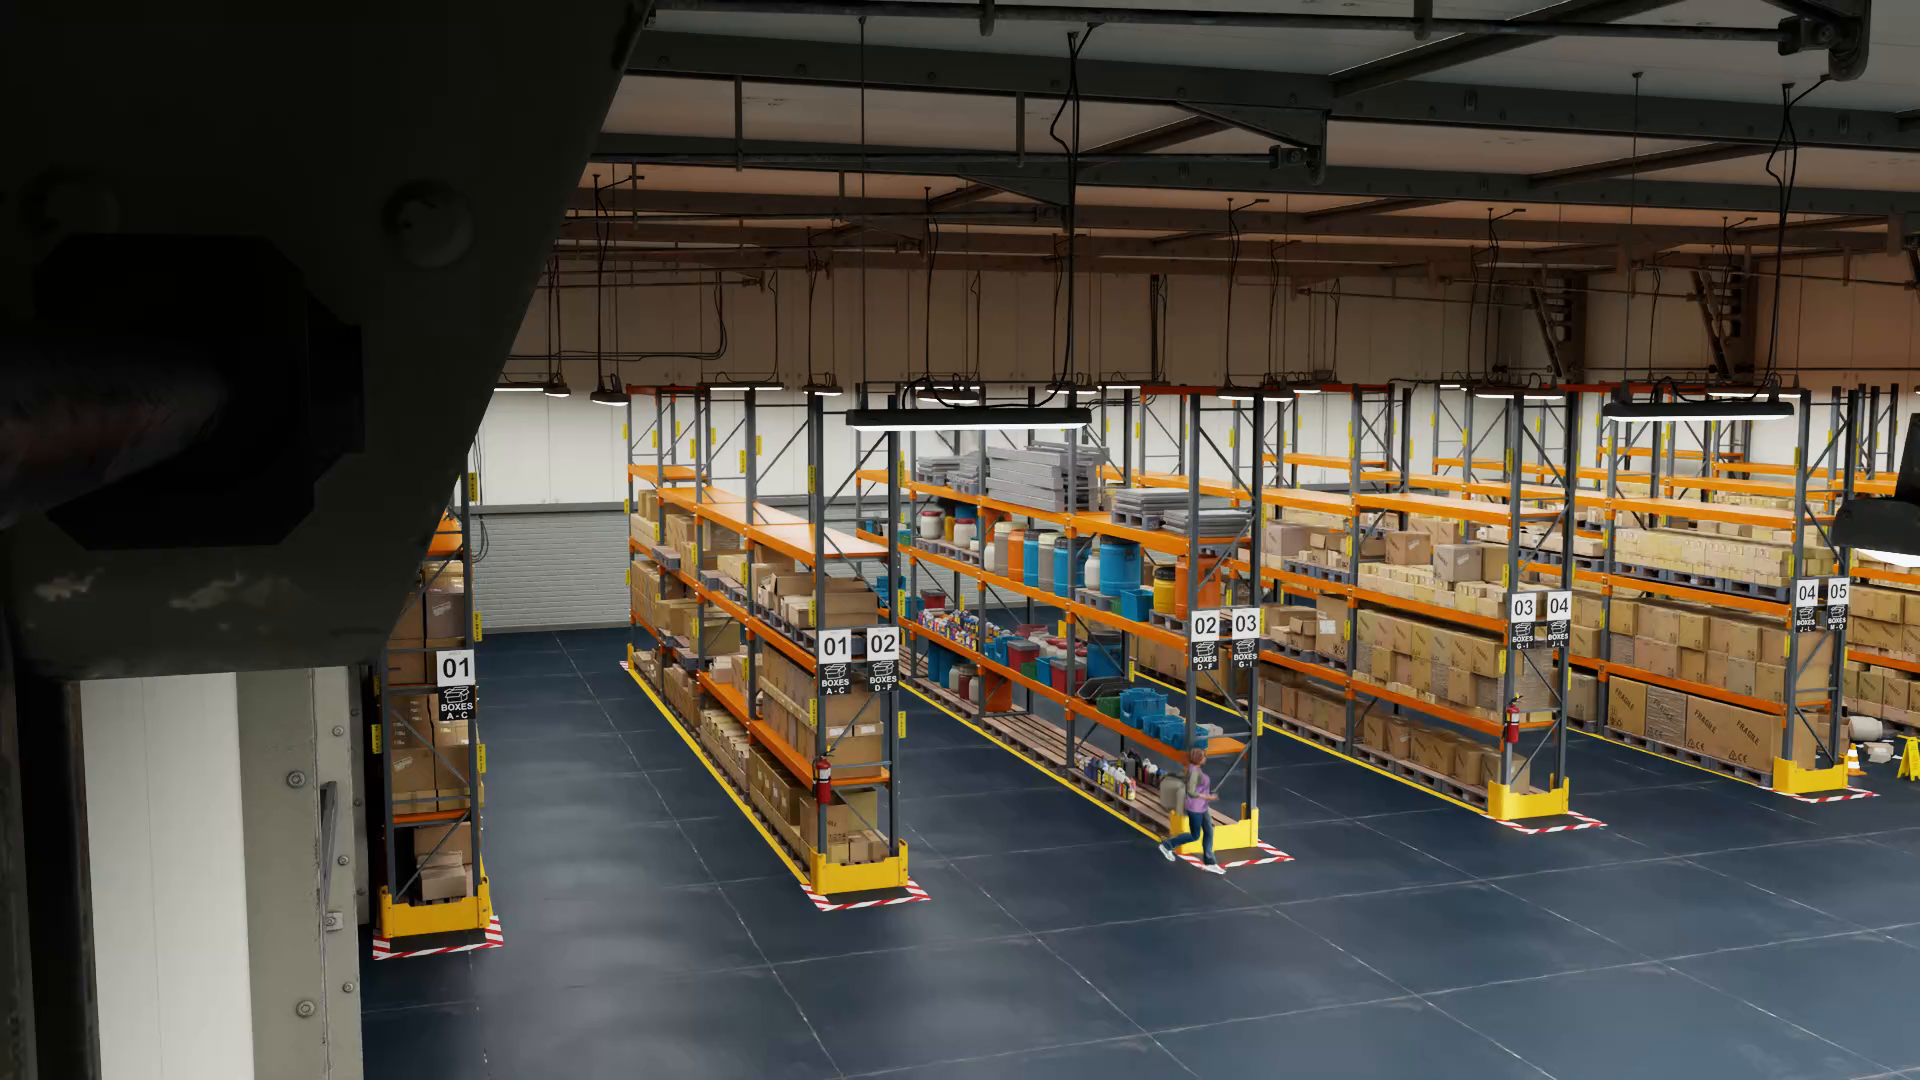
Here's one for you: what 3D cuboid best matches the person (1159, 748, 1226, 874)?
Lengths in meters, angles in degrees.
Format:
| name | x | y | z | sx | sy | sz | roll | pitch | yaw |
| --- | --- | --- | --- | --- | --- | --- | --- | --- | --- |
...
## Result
| name | x | y | z | sx | sy | sz | roll | pitch | yaw |
| --- | --- | --- | --- | --- | --- | --- | --- | --- | --- |
| person | 2.932 | 3.391 | 20.882 | 0.848 | 1.599 | 0.538 | 2 | 6 | 16 |

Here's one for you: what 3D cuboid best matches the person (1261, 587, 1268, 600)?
| name | x | y | z | sx | sy | sz | roll | pitch | yaw |
| --- | --- | --- | --- | --- | --- | --- | --- | --- | --- |
| person | 7.434 | 1.228 | 41.196 | 0.539 | 1.733 | 0.731 | 1 | 6 | 7 |
